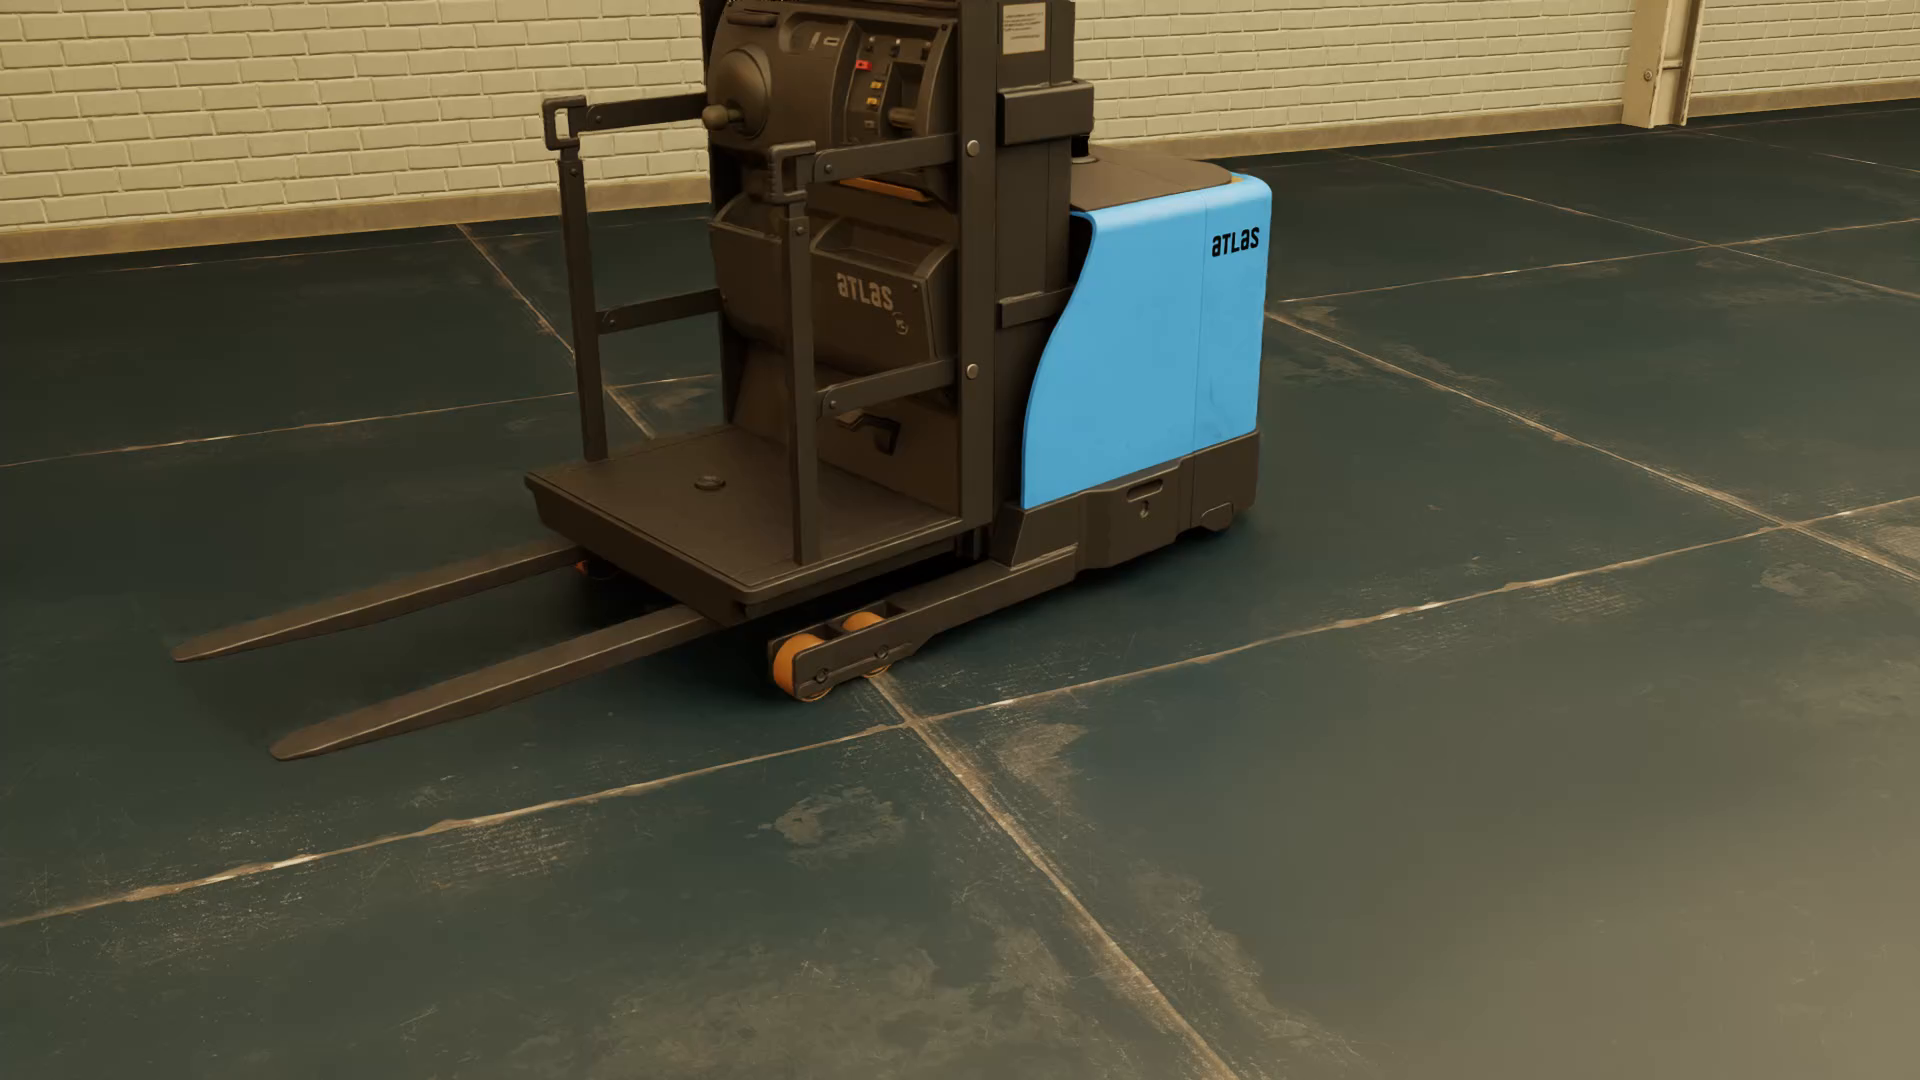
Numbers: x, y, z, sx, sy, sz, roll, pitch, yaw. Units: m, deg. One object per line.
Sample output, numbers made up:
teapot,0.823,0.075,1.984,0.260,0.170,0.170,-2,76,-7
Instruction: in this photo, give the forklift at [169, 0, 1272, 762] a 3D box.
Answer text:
forklift,-0.505,-1.177,4.119,3.031,2.935,1.130,-19,29,-38
